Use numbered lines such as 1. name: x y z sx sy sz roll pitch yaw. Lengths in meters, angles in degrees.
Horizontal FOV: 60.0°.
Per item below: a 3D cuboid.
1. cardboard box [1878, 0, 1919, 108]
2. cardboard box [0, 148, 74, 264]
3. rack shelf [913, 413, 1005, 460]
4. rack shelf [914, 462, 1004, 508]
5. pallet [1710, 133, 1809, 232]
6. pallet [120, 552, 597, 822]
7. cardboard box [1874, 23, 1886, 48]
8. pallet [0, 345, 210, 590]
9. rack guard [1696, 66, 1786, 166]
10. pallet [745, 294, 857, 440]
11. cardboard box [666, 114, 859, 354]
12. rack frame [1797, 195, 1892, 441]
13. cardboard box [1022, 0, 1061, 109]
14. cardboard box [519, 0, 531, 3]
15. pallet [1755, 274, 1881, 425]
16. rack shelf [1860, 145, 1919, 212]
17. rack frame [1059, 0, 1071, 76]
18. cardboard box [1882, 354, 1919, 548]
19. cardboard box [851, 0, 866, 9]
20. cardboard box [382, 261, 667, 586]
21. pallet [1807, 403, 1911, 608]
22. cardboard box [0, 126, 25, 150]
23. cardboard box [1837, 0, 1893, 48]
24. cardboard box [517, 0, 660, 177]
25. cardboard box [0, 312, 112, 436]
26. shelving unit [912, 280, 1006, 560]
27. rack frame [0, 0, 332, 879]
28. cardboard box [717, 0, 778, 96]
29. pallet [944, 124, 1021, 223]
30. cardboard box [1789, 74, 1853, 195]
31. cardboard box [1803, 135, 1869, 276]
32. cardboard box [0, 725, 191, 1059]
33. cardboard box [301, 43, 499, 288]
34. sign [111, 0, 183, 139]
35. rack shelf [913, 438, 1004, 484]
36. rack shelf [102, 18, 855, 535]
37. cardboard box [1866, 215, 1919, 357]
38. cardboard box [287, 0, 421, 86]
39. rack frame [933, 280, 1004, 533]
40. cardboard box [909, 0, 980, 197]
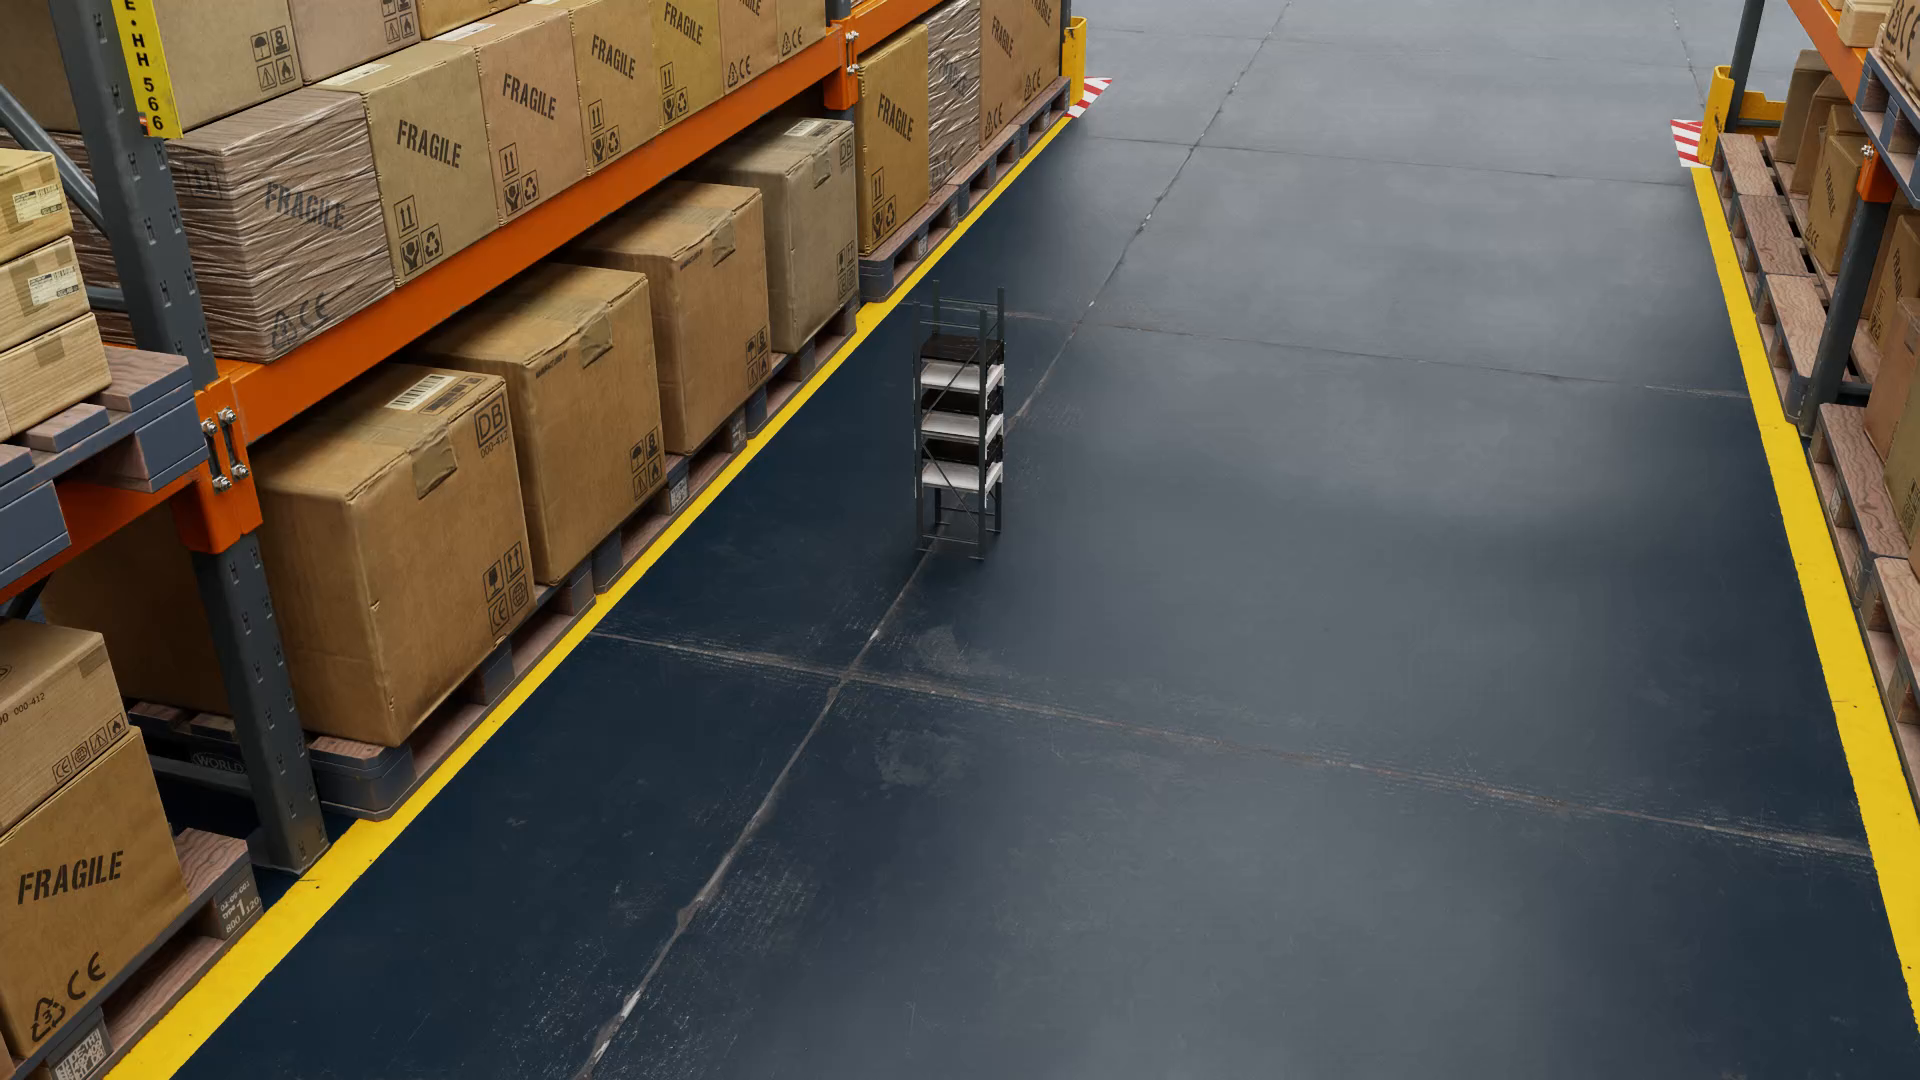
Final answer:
1. cardboard box: 3.392 -1.755 4.770 1.000 1.000 1.000 9 30 15
2. cardboard box: -1.833 -0.595 2.948 0.380 0.149 0.250 7 30 13
3. rack shelf: -0.002 -0.360 5.541 0.258 0.077 0.200 8 30 15
4. rack shelf: -0.002 -0.203 5.628 0.258 0.077 0.200 8 30 15
5. pallet: 4.638 -1.891 8.932 1.003 0.211 1.213 8 30 15
6. pallet: -1.824 0.309 4.978 1.003 0.211 1.213 8 30 15
7. cardboard box: 3.623 -1.805 6.168 0.380 0.149 0.250 8 30 15
8. pallet: -2.235 -0.124 3.085 1.213 0.211 1.003 8 30 15
9. rack guard: 4.910 -2.390 9.532 1.175 0.500 0.348 8 30 15
10. pallet: -1.108 -0.825 7.016 1.003 0.211 1.213 8 30 15
11. cardboard box: -1.049 -1.312 6.906 1.050 0.750 0.750 8 30 15
12. rack frame: 3.759 -1.659 5.646 1.000 3.000 0.127 8 30 15
13. cardboard box: 0.085 -3.203 10.175 0.875 0.875 0.875 9 30 15
14. cardboard box: -1.541 -1.954 5.045 0.700 0.500 0.500 8 30 14
15. pallet: 3.922 -0.757 6.894 1.003 0.211 1.213 8 30 15
16. rack shelf: 3.172 -0.415 4.150 1.077 0.370 4.000 8 30 15
17. rack frame: 0.221 -4.272 10.344 1.000 3.000 0.127 8 30 15
18. cardboard box: 3.400 -0.257 5.246 0.700 0.500 0.500 8 30 15
19. cardboard box: -0.856 -2.652 7.277 0.875 0.550 0.550 8 30 15
20. cardboard box: -1.609 -0.432 5.323 1.050 0.750 0.750 9 30 16
21. pallet: 3.532 -0.078 5.673 1.003 0.211 1.213 8 30 15
22. cardboard box: -2.252 -0.846 4.082 0.500 0.500 0.500 8 30 15
23. cardboard box: 3.721 -2.045 6.599 0.380 0.149 0.250 8 30 15
24. cardboard box: -1.294 -1.470 5.205 0.500 0.500 0.500 8 30 14
25. cardboard box: -1.833 -0.333 3.090 0.380 0.149 0.250 9 30 16
26. shelving unit: -0.002 -0.389 5.524 0.258 0.900 0.210 8 30 15
27. rack frame: -2.127 -0.554 3.661 1.000 3.000 0.127 8 30 15
28. cardboard box: -0.999 -1.941 6.052 0.500 0.500 0.500 8 30 14
29. pallet: -0.299 -2.106 9.318 1.003 0.211 1.213 8 30 15
30. cardboard box: 4.591 -2.038 8.467 0.500 0.500 0.500 17 33 28
31. cardboard box: 4.182 -1.497 7.495 0.500 0.500 0.500 6 30 10
32. cardboard box: -2.070 0.698 3.550 0.500 0.500 0.500 8 30 15
33. cardboard box: -1.591 -1.005 4.368 0.500 0.500 0.500 8 30 14
34. sign: -1.606 -0.953 3.267 0.100 0.325 0.005 8 30 15
35. rack shelf: -0.002 -0.282 5.584 0.258 0.077 0.200 8 30 15
36. rack shelf: -1.540 -1.169 5.507 1.077 0.370 4.000 8 30 15
37. cardboard box: 3.914 -0.930 6.475 0.500 0.500 0.500 8 30 13
38. cardboard box: -1.839 -1.477 4.189 0.700 0.500 0.500 8 30 14
39. rack frame: 0.027 -0.437 5.609 0.240 0.900 0.006 8 30 15
40. cardboard box: -0.441 -2.370 8.678 0.875 0.875 0.875 9 30 15
